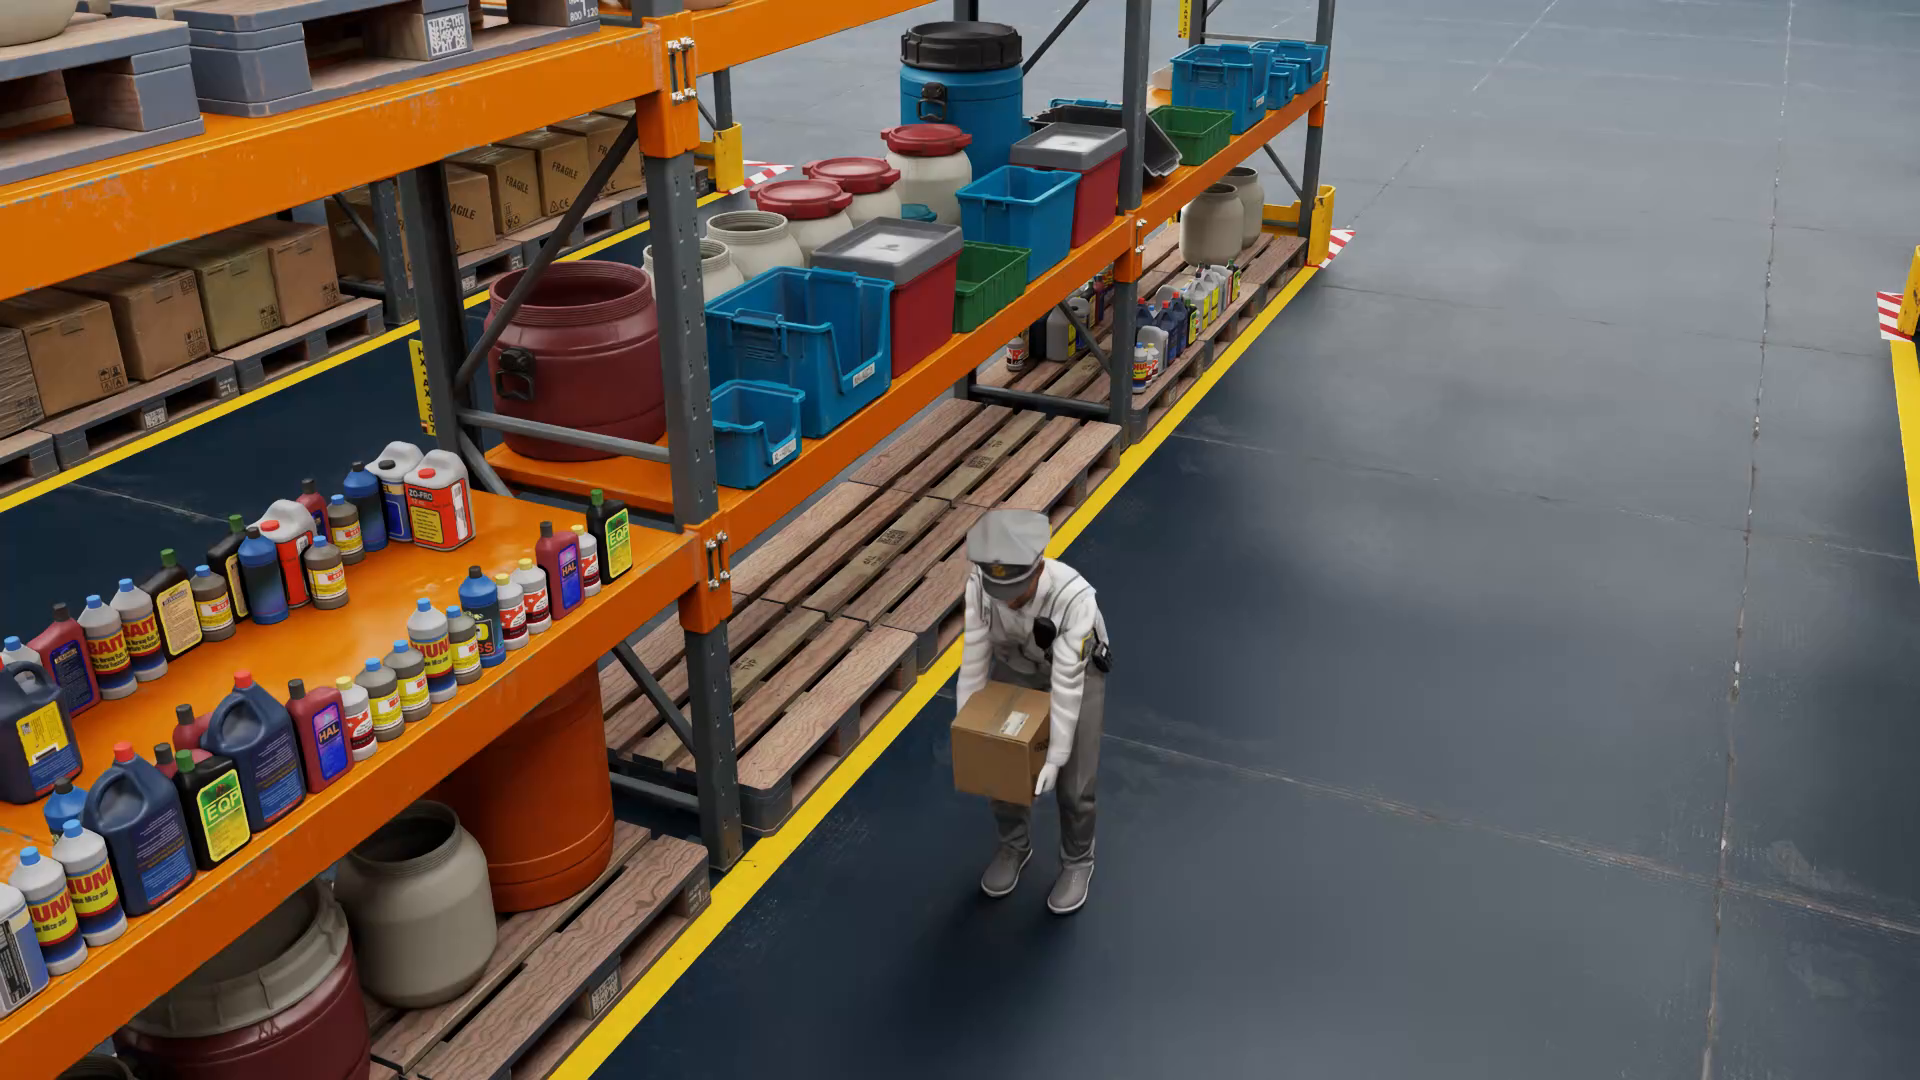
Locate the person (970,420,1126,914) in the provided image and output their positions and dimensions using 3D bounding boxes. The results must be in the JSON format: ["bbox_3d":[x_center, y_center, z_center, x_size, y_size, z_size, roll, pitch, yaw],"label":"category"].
[{"bbox_3d":[0.250,0.431,5.223,0.446,1.691,0.518,11,28,21],"label":"person"}]
